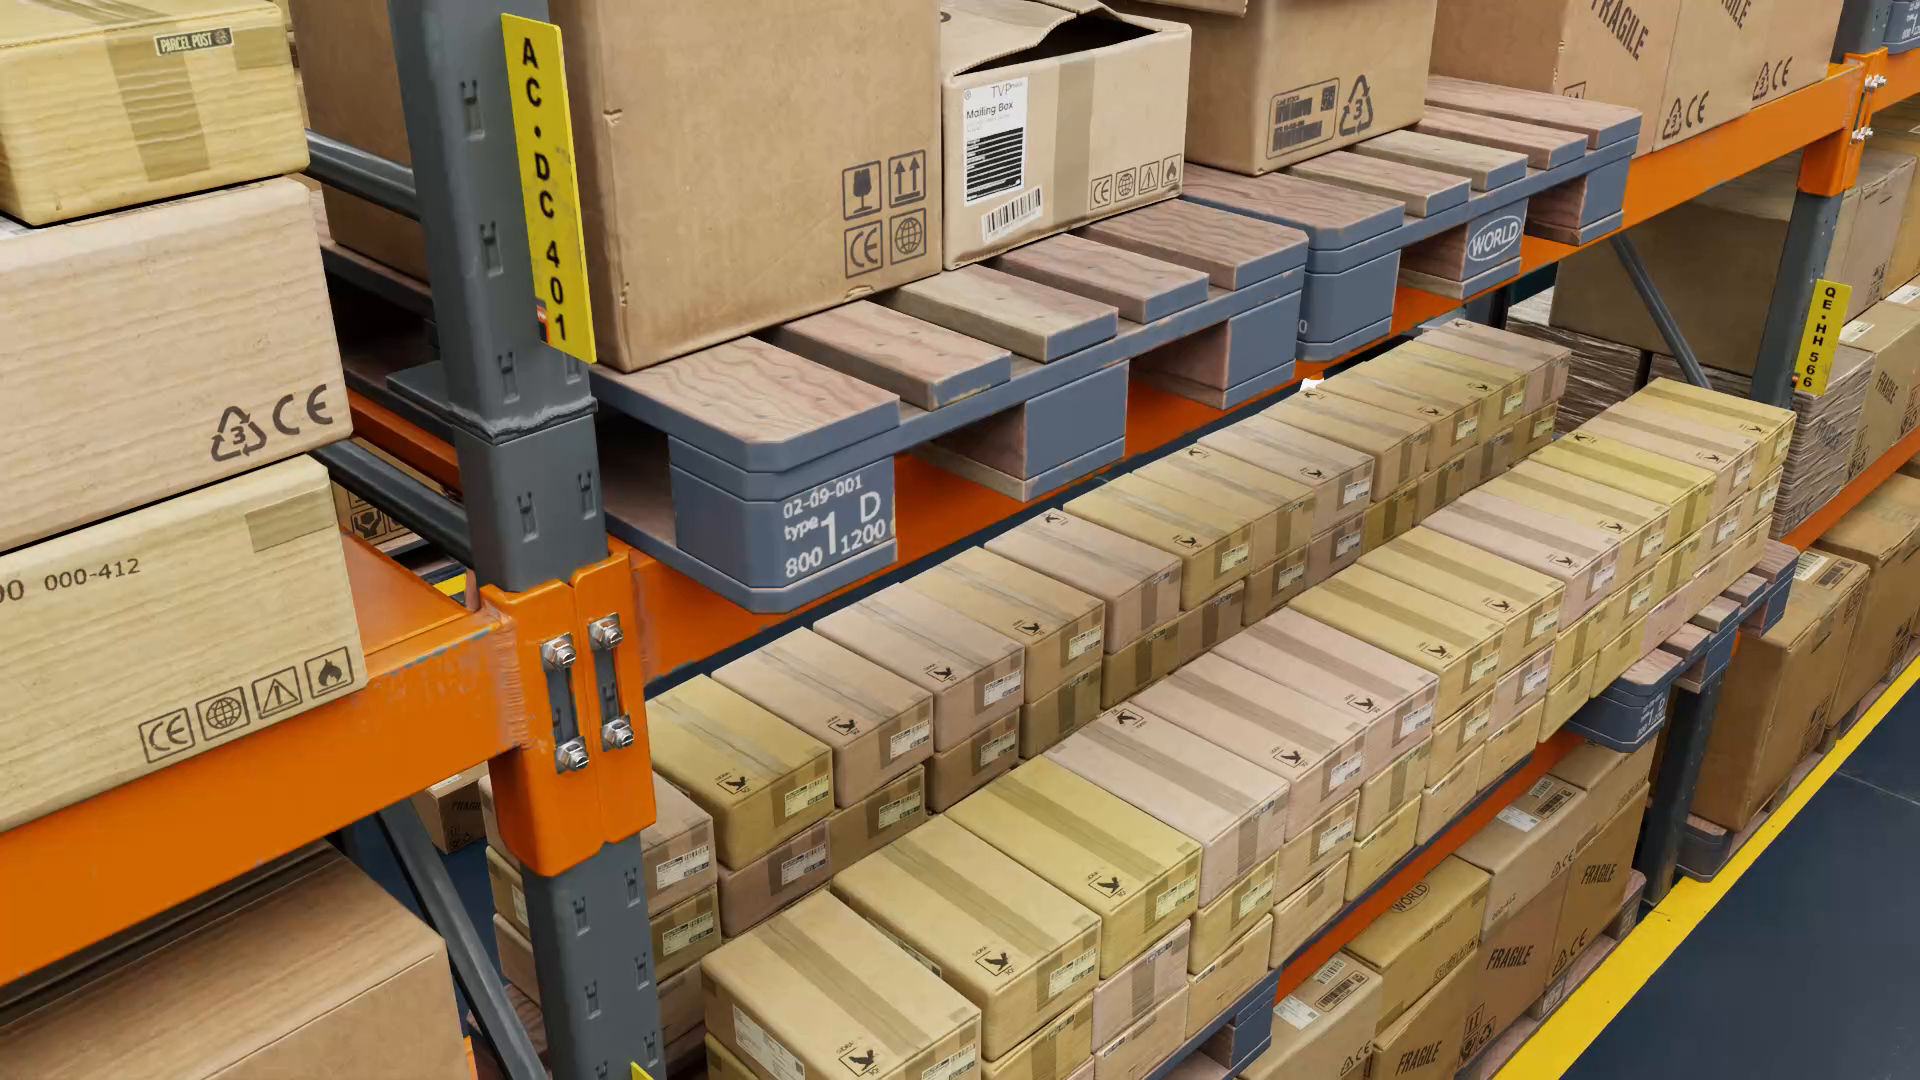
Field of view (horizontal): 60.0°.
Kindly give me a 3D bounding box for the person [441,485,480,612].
[{"bbox_3d":[-1.476,0.248,5.957,0.588,1.466,0.666,25,36,39],"label":"person"}]
